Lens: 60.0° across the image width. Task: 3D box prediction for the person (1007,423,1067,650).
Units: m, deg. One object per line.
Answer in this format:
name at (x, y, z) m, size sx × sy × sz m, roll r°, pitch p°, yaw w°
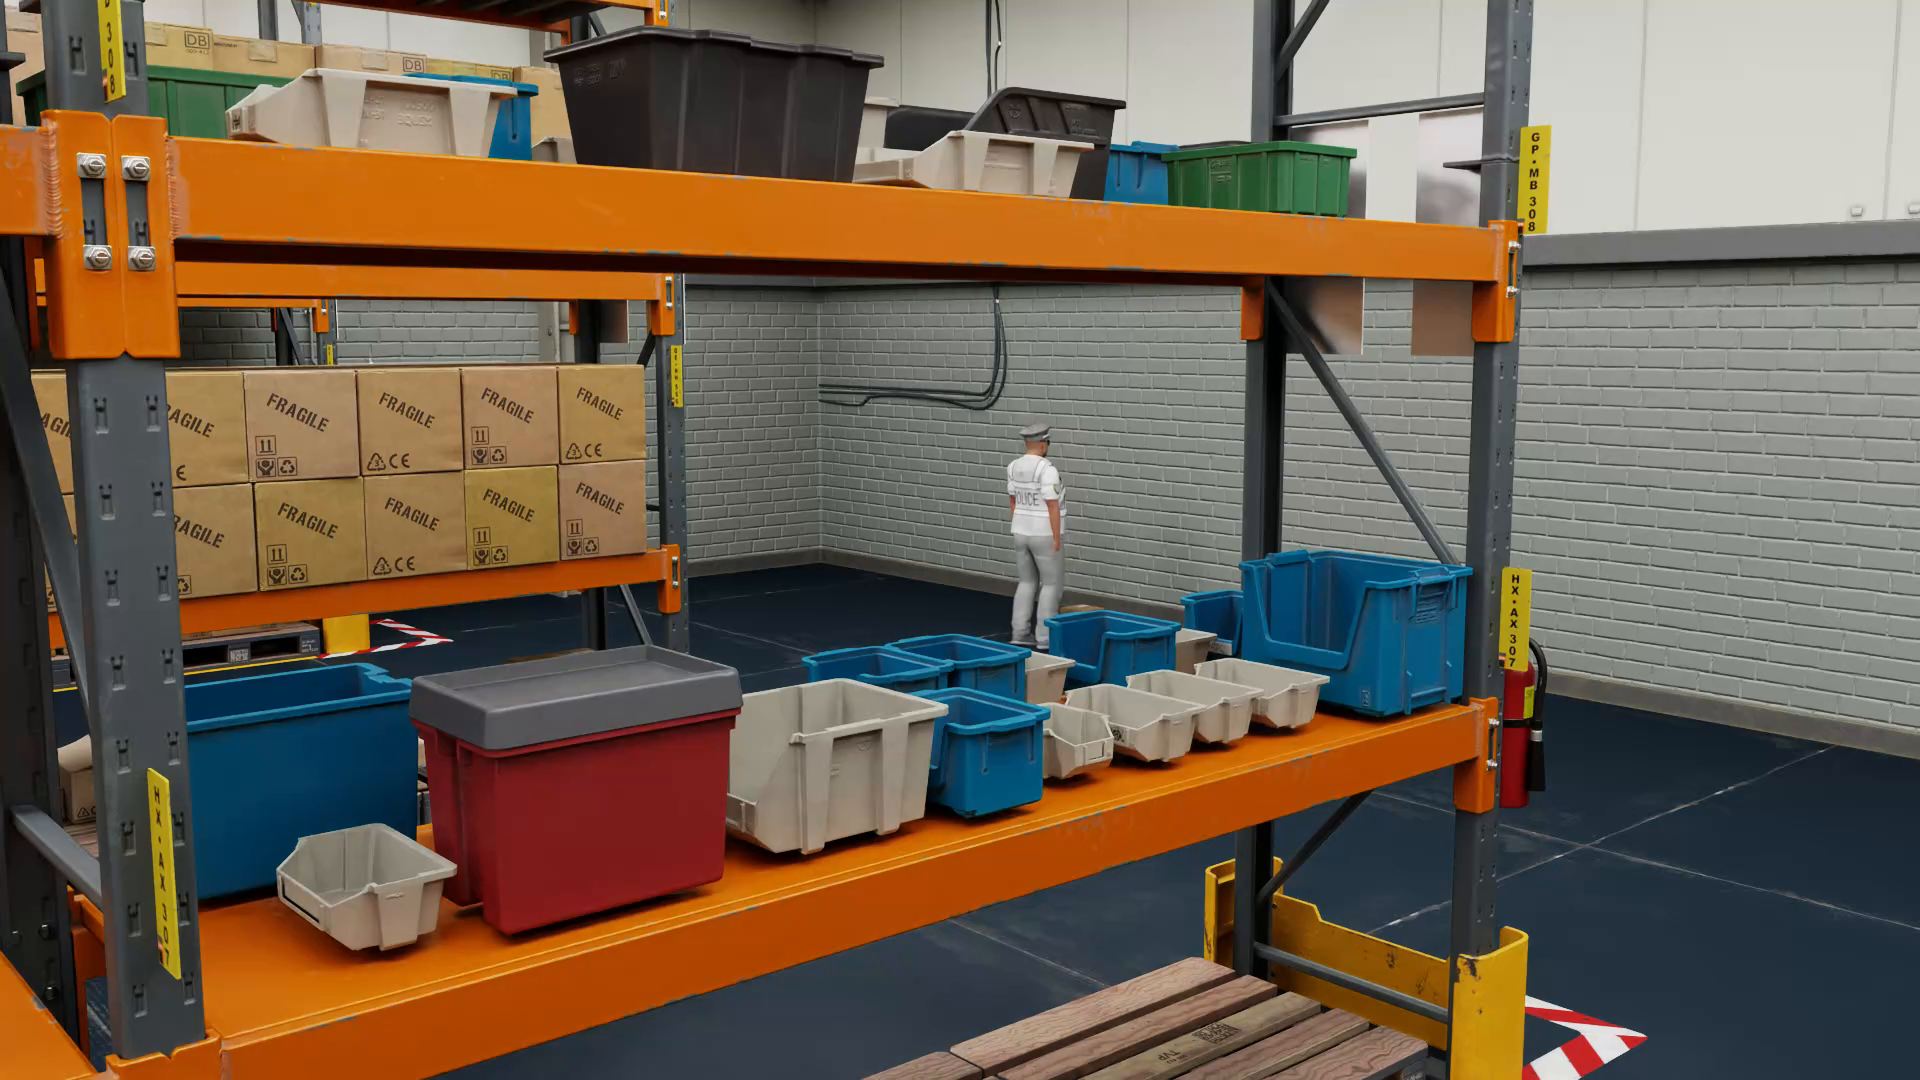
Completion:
person at (0.614, -0.034, 13.012) m, size 0.393 × 1.762 × 0.526 m, roll -6°, pitch 10°, yaw -40°
